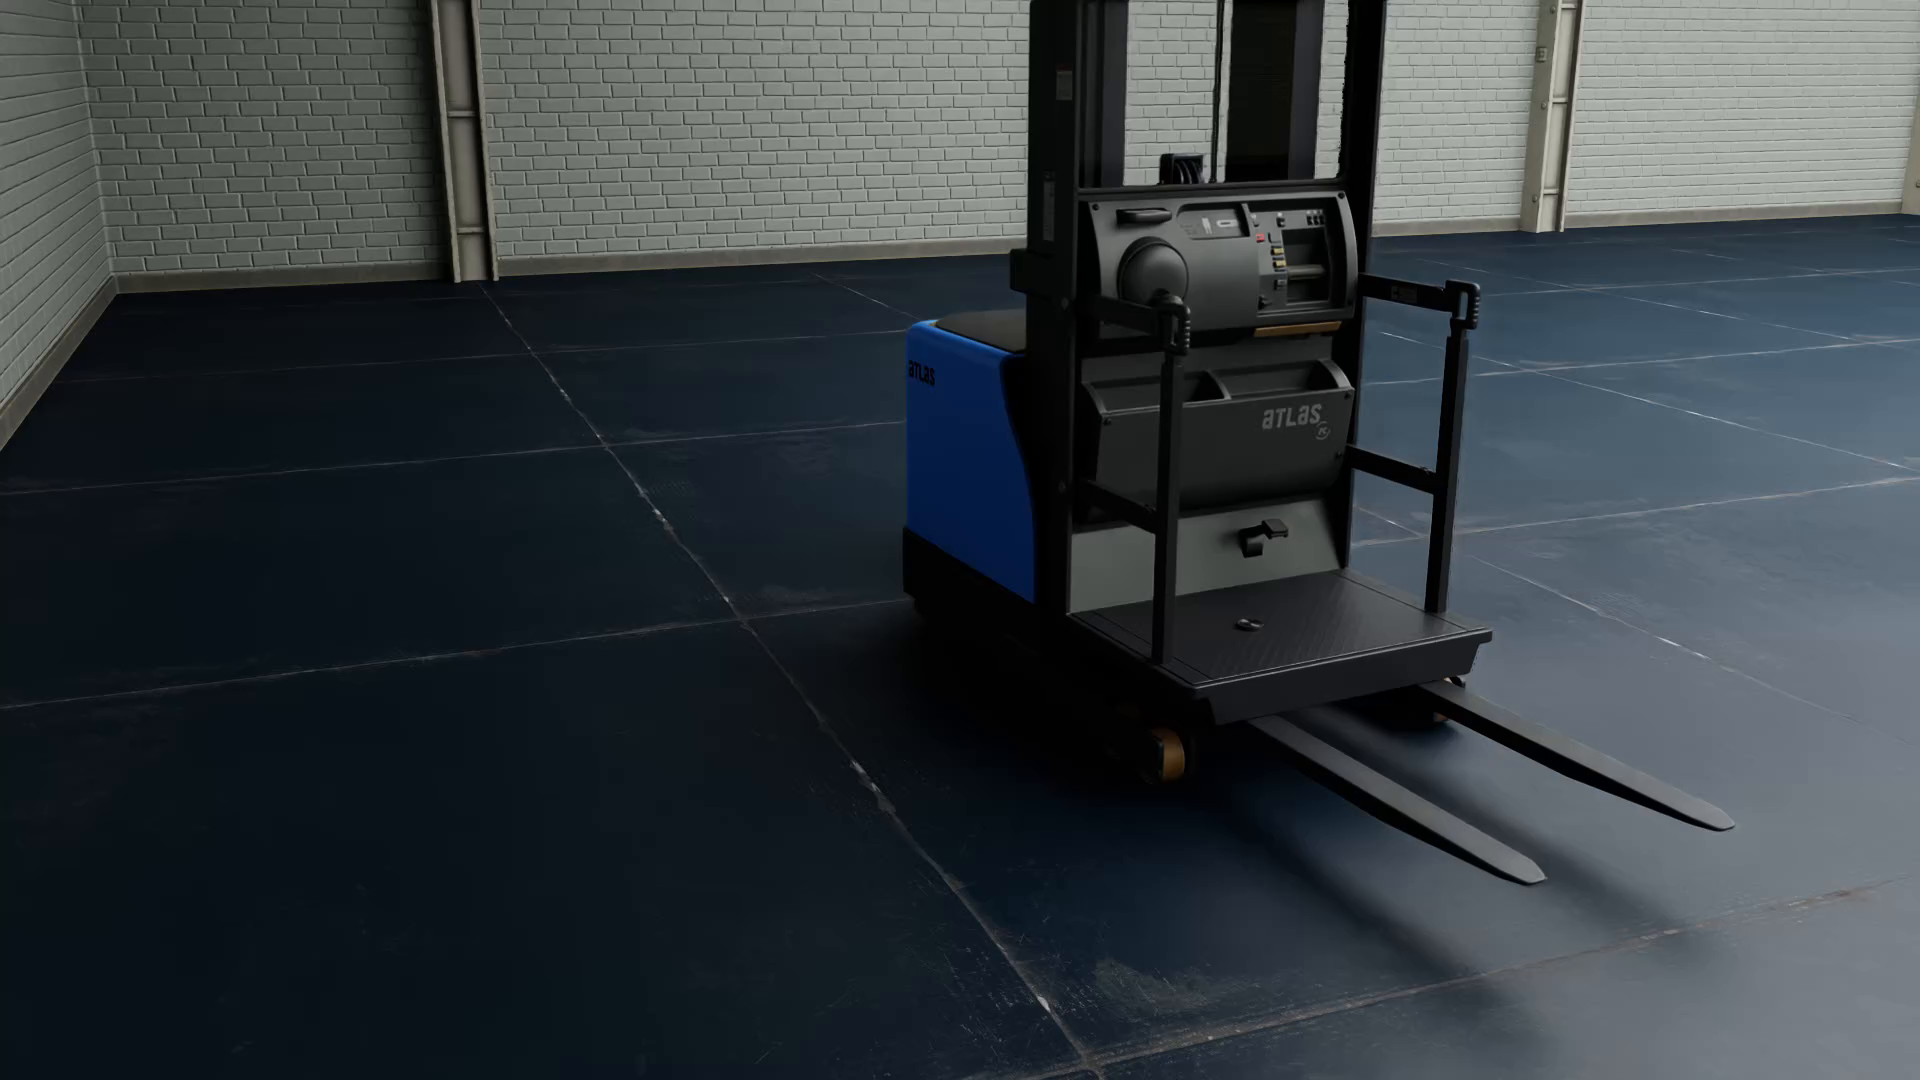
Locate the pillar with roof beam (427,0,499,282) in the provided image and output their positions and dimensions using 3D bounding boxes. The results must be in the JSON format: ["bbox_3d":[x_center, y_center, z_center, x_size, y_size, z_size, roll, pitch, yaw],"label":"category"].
[{"bbox_3d":[-2.902,-5.574,10.108,0.400,9.000,9.100,-6,17,-20],"label":"pillar with roof beam"}]

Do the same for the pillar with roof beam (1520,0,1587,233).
[{"bbox_3d":[8.303,-6.784,14.228,0.400,9.000,9.100,-6,17,-20],"label":"pillar with roof beam"}]

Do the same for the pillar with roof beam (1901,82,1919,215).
[{"bbox_3d":[13.906,-7.389,16.288,0.400,9.000,9.100,-6,17,-20],"label":"pillar with roof beam"}]

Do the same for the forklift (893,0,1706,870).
[{"bbox_3d":[0.855,-0.872,4.865,1.130,2.935,3.031,-8,18,-25],"label":"forklift"}]
